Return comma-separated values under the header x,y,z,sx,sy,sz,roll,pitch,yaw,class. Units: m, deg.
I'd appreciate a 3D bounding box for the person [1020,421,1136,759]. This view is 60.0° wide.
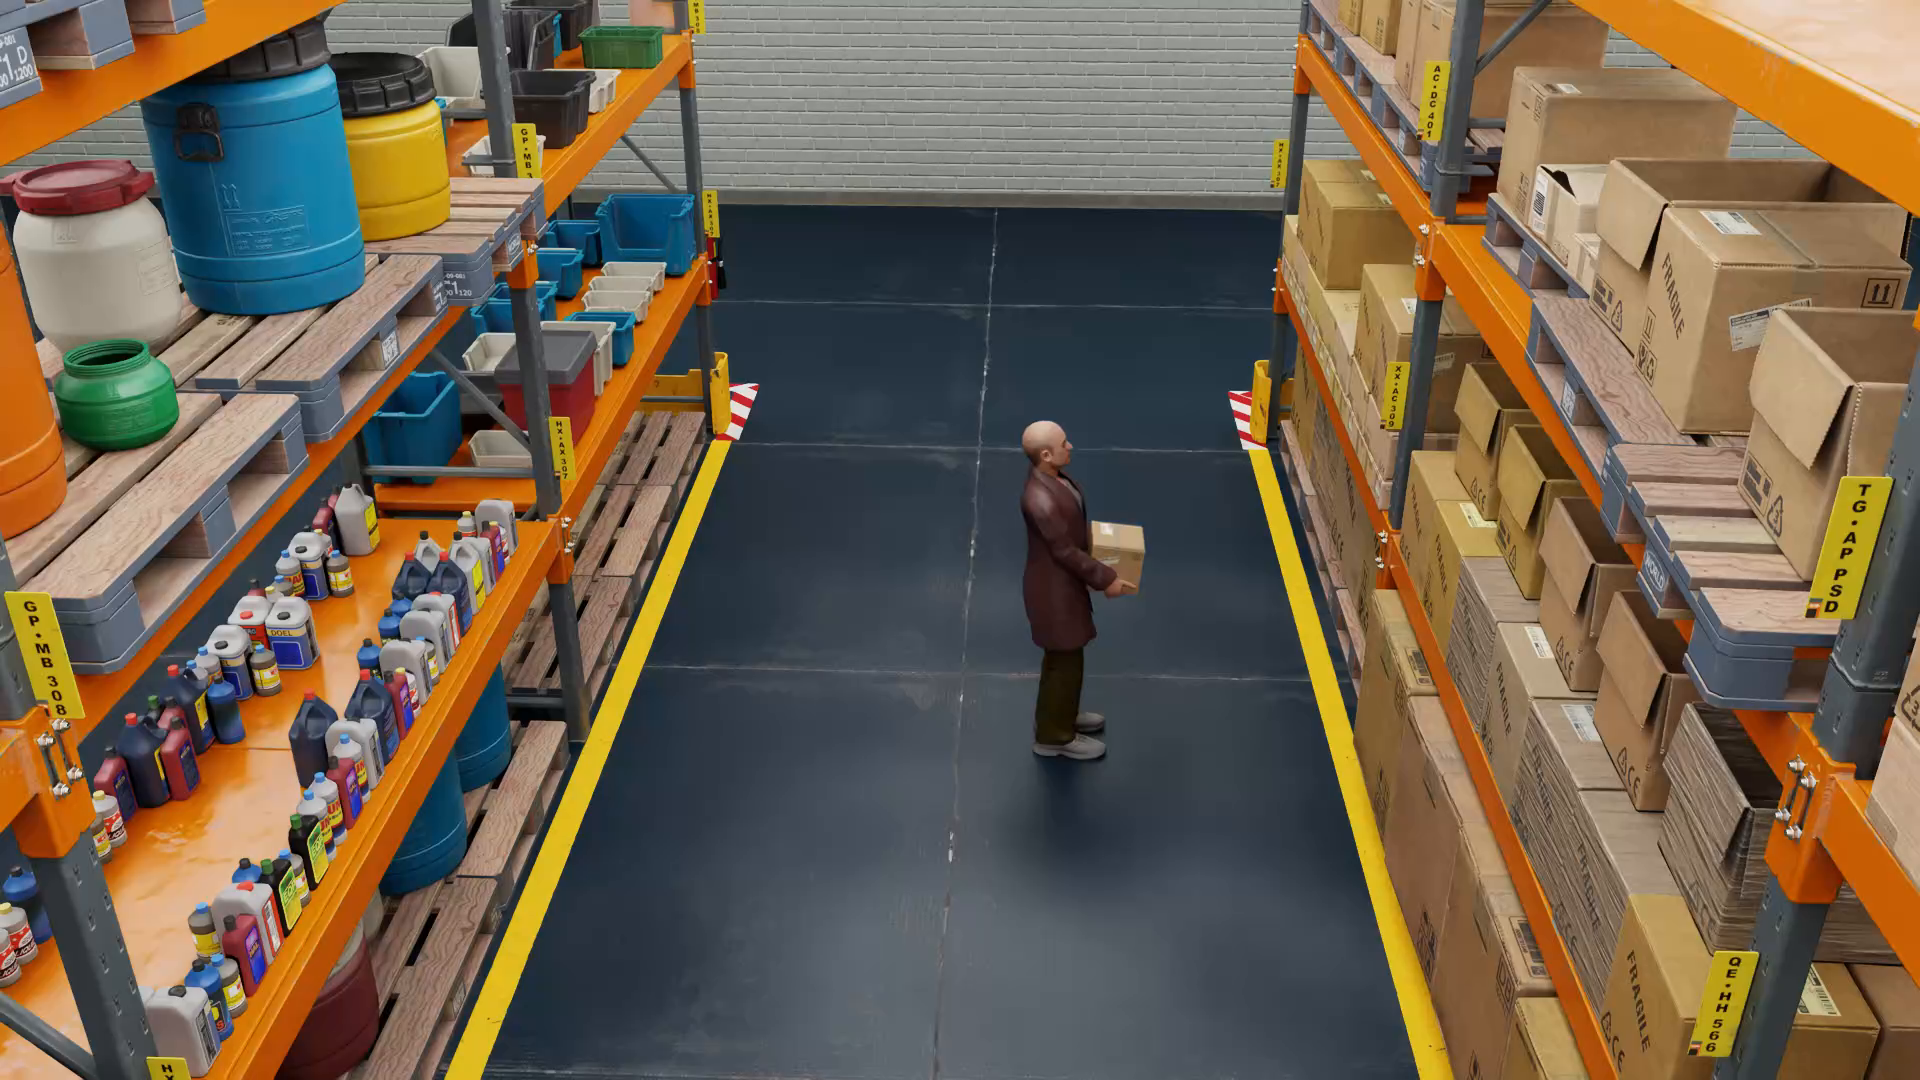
x,y,z,sx,sy,sz,roll,pitch,yaw,class
0.572,0.245,8.174,0.559,1.769,0.514,1,28,2,person
